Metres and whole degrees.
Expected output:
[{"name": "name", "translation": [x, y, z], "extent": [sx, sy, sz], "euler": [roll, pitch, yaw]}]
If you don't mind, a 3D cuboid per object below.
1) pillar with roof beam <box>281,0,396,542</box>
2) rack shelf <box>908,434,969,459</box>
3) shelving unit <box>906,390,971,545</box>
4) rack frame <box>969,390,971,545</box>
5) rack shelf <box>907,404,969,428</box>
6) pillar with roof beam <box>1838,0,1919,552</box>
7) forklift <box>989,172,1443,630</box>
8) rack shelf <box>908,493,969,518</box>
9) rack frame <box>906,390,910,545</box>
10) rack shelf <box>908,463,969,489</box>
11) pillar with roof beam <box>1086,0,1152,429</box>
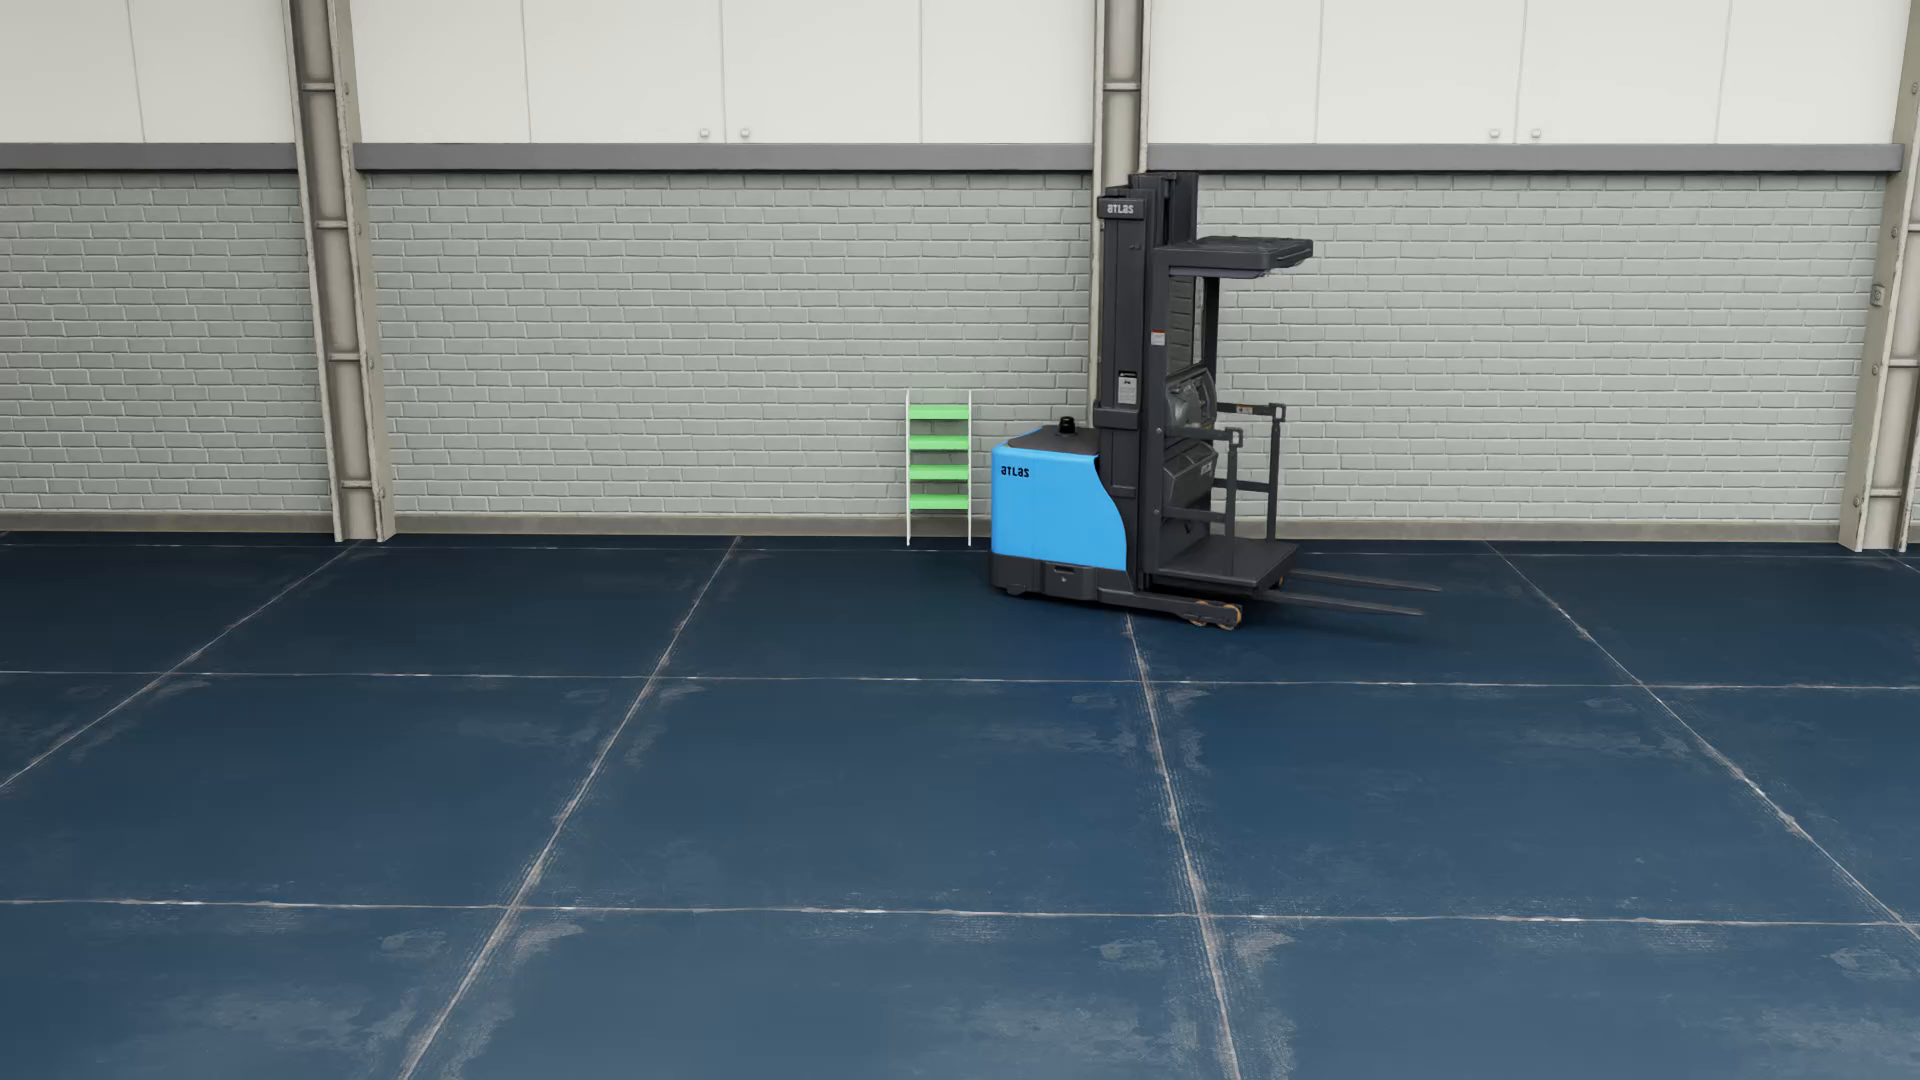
[{"name": "pillar with roof beam", "translation": [-4.909, -3.279, 8.129], "extent": [0.400, 9.000, 9.100], "euler": [0, 15, 1]}, {"name": "rack shelf", "translation": [-0.166, -0.740, 13.099], "extent": [0.480, 0.148, 0.258], "euler": [0, 15, 1]}, {"name": "shelving unit", "translation": [-0.166, -0.569, 13.144], "extent": [0.503, 1.200, 0.258], "euler": [0, 15, 1]}, {"name": "rack frame", "translation": [0.078, -0.568, 13.140], "extent": [0.015, 1.200, 0.240], "euler": [0, 15, 1]}, {"name": "rack shelf", "translation": [-0.166, -0.972, 13.039], "extent": [0.480, 0.148, 0.258], "euler": [0, 15, 1]}, {"name": "pillar with roof beam", "translation": [7.087, -3.201, 7.833], "extent": [0.400, 9.000, 9.100], "euler": [0, 15, 1]}, {"name": "forklift", "translation": [1.759, -0.973, 11.283], "extent": [3.031, 2.935, 1.130], "euler": [7, 16, 26]}, {"name": "rack shelf", "translation": [-0.166, -0.275, 13.220], "extent": [0.480, 0.148, 0.258], "euler": [0, 15, 1]}, {"name": "rack frame", "translation": [-0.410, -0.570, 13.147], "extent": [0.015, 1.200, 0.240], "euler": [0, 15, 1]}, {"name": "rack shelf", "translation": [-0.166, -0.508, 13.160], "extent": [0.480, 0.148, 0.258], "euler": [0, 15, 1]}, {"name": "pillar with roof beam", "translation": [1.089, -3.240, 7.981], "extent": [0.400, 9.000, 9.100], "euler": [0, 15, 1]}]
